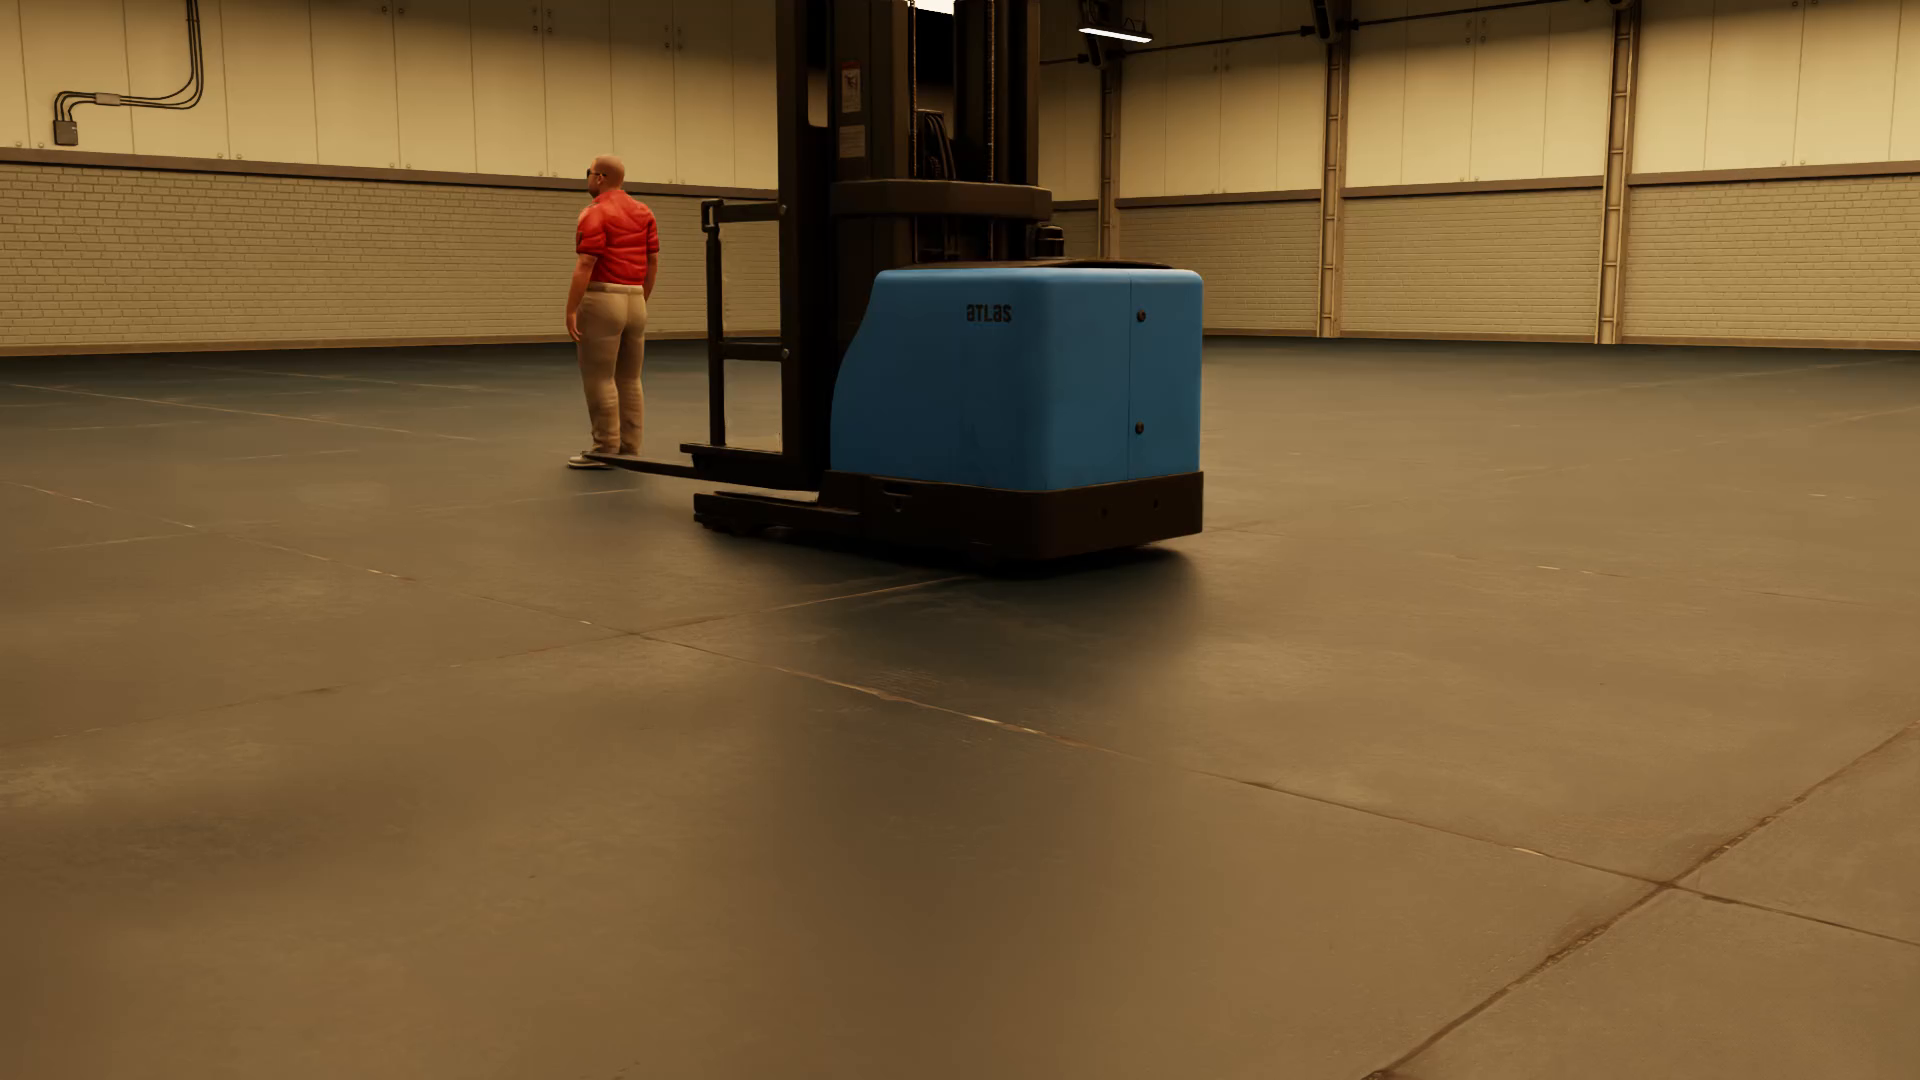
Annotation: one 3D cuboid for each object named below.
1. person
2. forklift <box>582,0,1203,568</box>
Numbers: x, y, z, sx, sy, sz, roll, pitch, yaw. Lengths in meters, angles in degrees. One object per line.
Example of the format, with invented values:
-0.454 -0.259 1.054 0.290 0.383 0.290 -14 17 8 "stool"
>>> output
-2.020 -1.271 9.338 0.530 1.735 0.628 5 10 32 "person"
-0.474 -1.513 6.922 3.031 2.935 1.130 8 12 43 "forklift"
